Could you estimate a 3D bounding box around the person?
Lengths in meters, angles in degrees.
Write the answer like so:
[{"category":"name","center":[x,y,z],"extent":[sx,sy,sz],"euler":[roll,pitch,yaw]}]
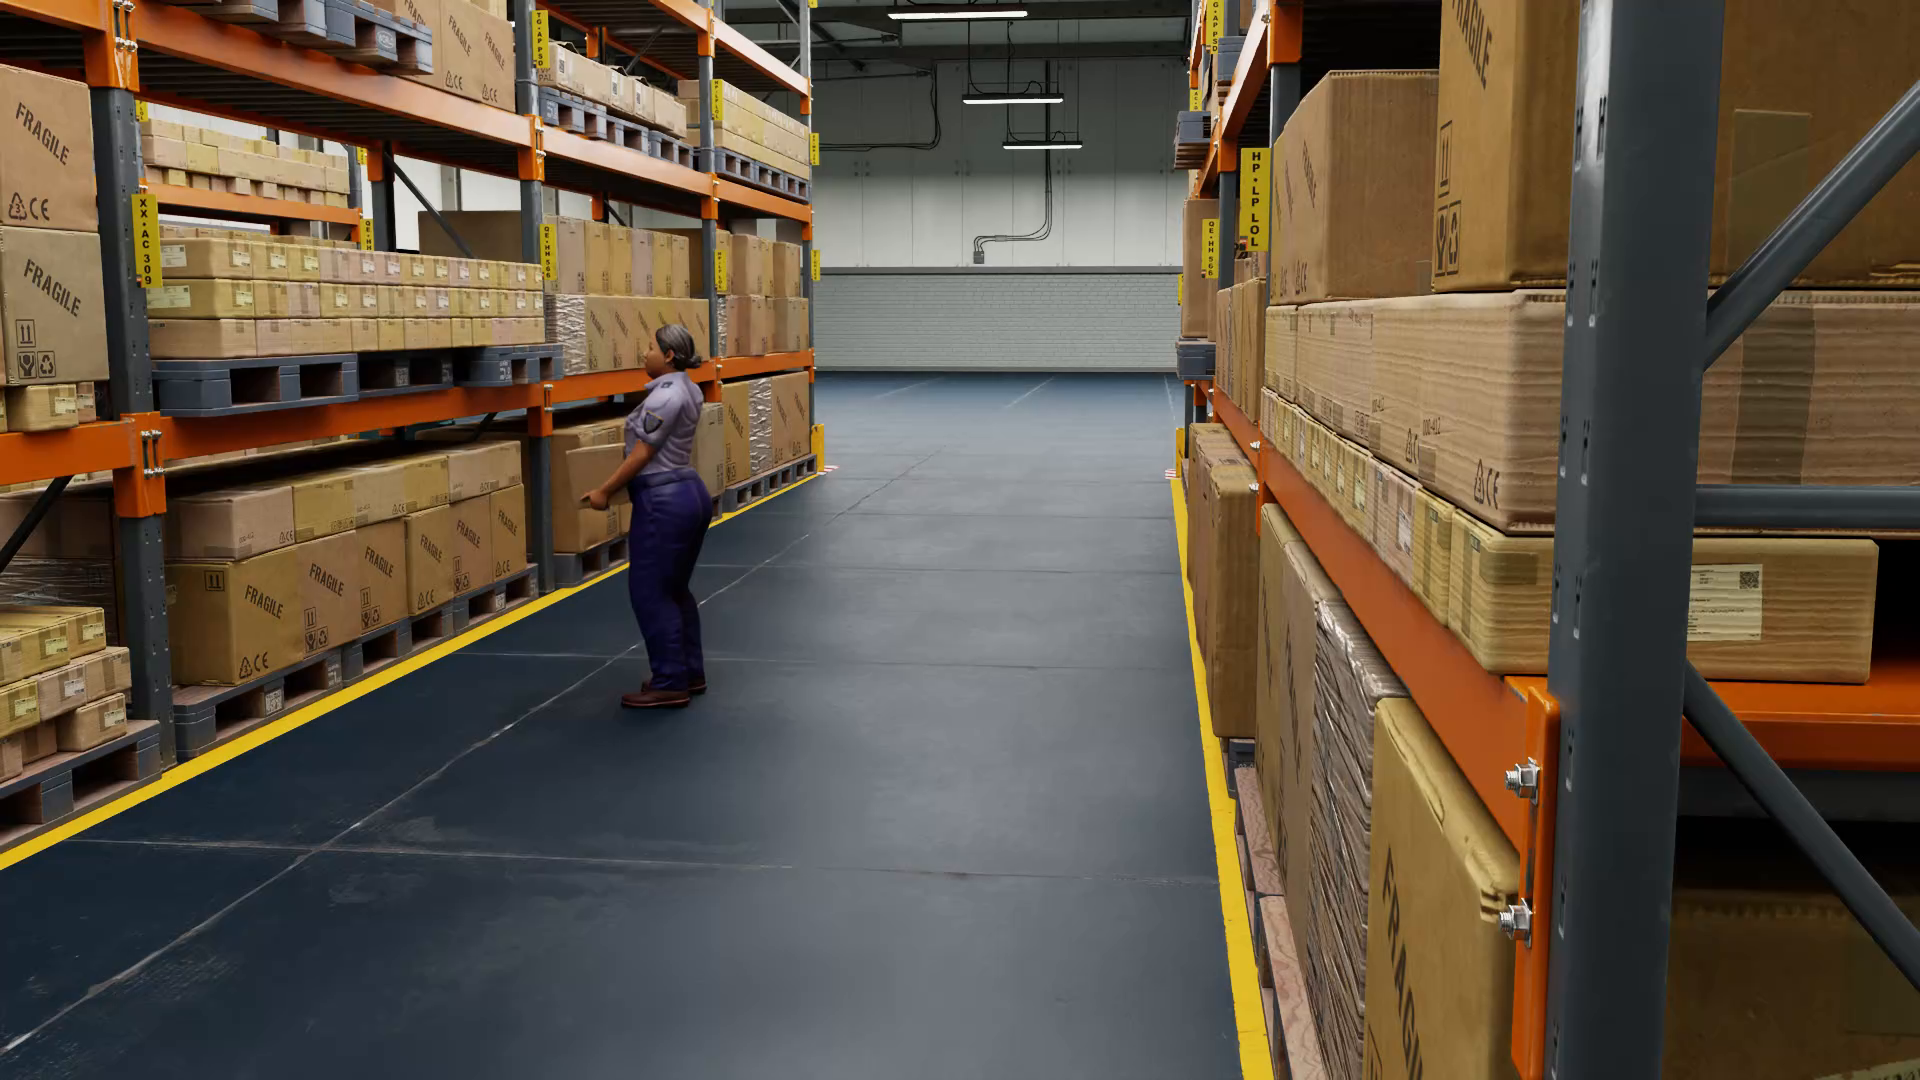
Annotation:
[{"category":"person","center":[-1.353,-0.111,7.214],"extent":[0.521,1.641,0.451],"euler":[1,8,7]}]
